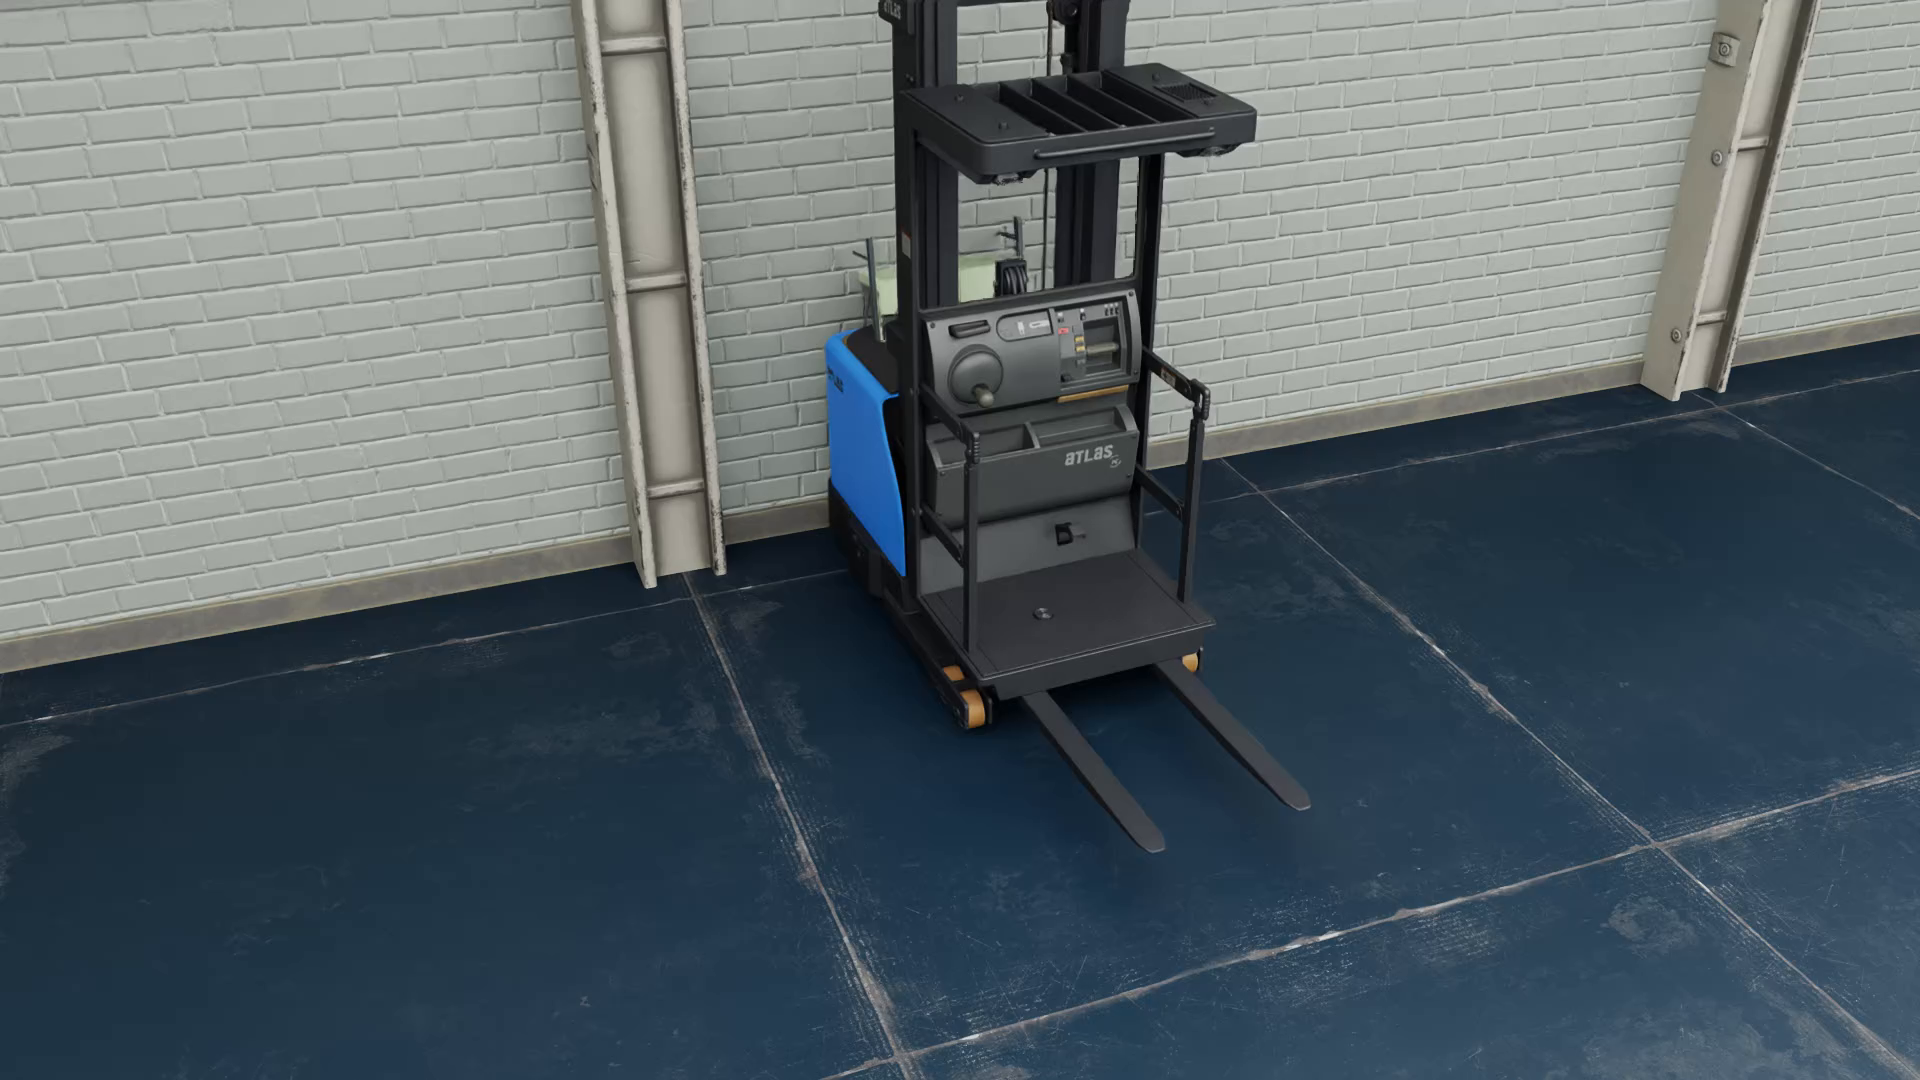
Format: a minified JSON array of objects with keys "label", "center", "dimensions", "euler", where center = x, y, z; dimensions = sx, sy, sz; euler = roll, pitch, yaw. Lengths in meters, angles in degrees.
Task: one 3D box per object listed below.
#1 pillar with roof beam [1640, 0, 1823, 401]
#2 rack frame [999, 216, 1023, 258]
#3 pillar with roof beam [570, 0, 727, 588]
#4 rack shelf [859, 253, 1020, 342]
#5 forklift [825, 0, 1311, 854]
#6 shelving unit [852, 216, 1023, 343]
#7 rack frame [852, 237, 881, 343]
[{"label":"pillar with roof beam","center":[5.771,-2.825,4.117],"dimensions":[0.400,9.000,9.100],"euler":[-10,31,-18]},{"label":"rack frame","center":[0.250,-0.853,8.148],"dimensions":[0.023,1.500,0.400],"euler":[-12,22,-19]},{"label":"pillar with roof beam","center":[0.147,-1.789,2.299],"dimensions":[0.400,9.000,9.100],"euler":[-10,31,-18]},{"label":"rack shelf","center":[-0.115,-1.149,7.891],"dimensions":[0.720,0.370,0.431],"euler":[-12,22,-19]},{"label":"forklift","center":[0.393,-0.731,6.572],"dimensions":[1.130,2.935,3.031],"euler":[-12,32,-20]},{"label":"shelving unit","center":[-0.089,-0.784,8.026],"dimensions":[0.755,1.500,0.431],"euler":[-12,22,-19]},{"label":"rack frame","center":[-0.427,-0.715,7.905],"dimensions":[0.023,1.500,0.400],"euler":[-12,22,-19]}]
